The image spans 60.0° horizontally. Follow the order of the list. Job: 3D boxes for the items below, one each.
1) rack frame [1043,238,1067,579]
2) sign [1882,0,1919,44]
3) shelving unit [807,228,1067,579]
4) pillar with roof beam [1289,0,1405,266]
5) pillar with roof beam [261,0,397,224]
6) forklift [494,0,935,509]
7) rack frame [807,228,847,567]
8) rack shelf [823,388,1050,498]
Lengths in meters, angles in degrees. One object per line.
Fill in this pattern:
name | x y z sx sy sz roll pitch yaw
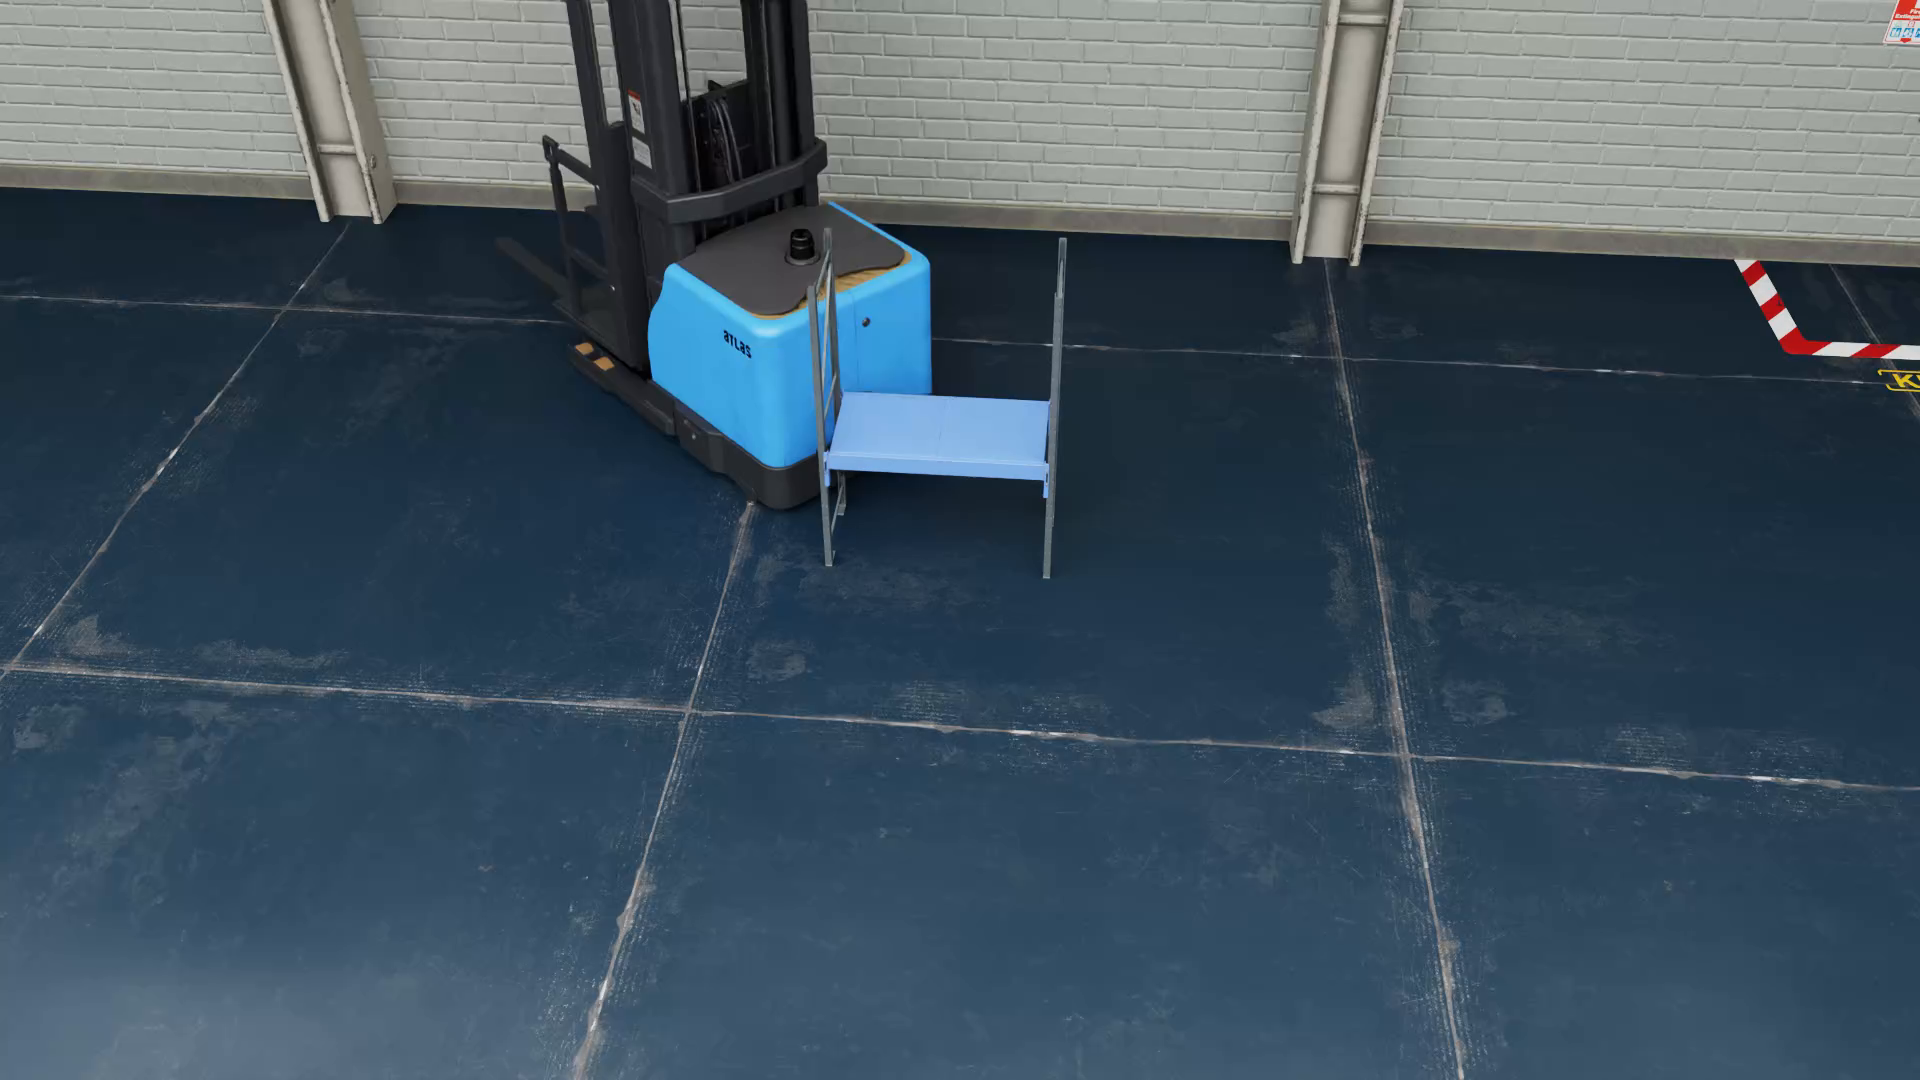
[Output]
rack frame | 0.421 -0.559 7.419 0.032 1.500 0.500 3 39 4
sign | 5.178 -2.849 9.016 0.234 0.329 0.001 3 39 4
shelving unit | -0.085 -0.586 7.453 1.048 1.500 0.538 3 39 4
pillar with roof beam | 1.830 -2.528 3.897 0.400 9.000 9.100 3 39 4
pillar with roof beam | -4.148 -2.854 4.299 0.400 9.000 9.100 3 39 4
forklift | -1.474 -2.137 8.224 1.130 2.935 3.031 -29 47 -31
rack frame | -0.591 -0.614 7.487 0.032 1.500 0.500 3 39 4
rack shelf | -0.085 -0.447 7.566 1.000 0.185 0.538 3 39 4
